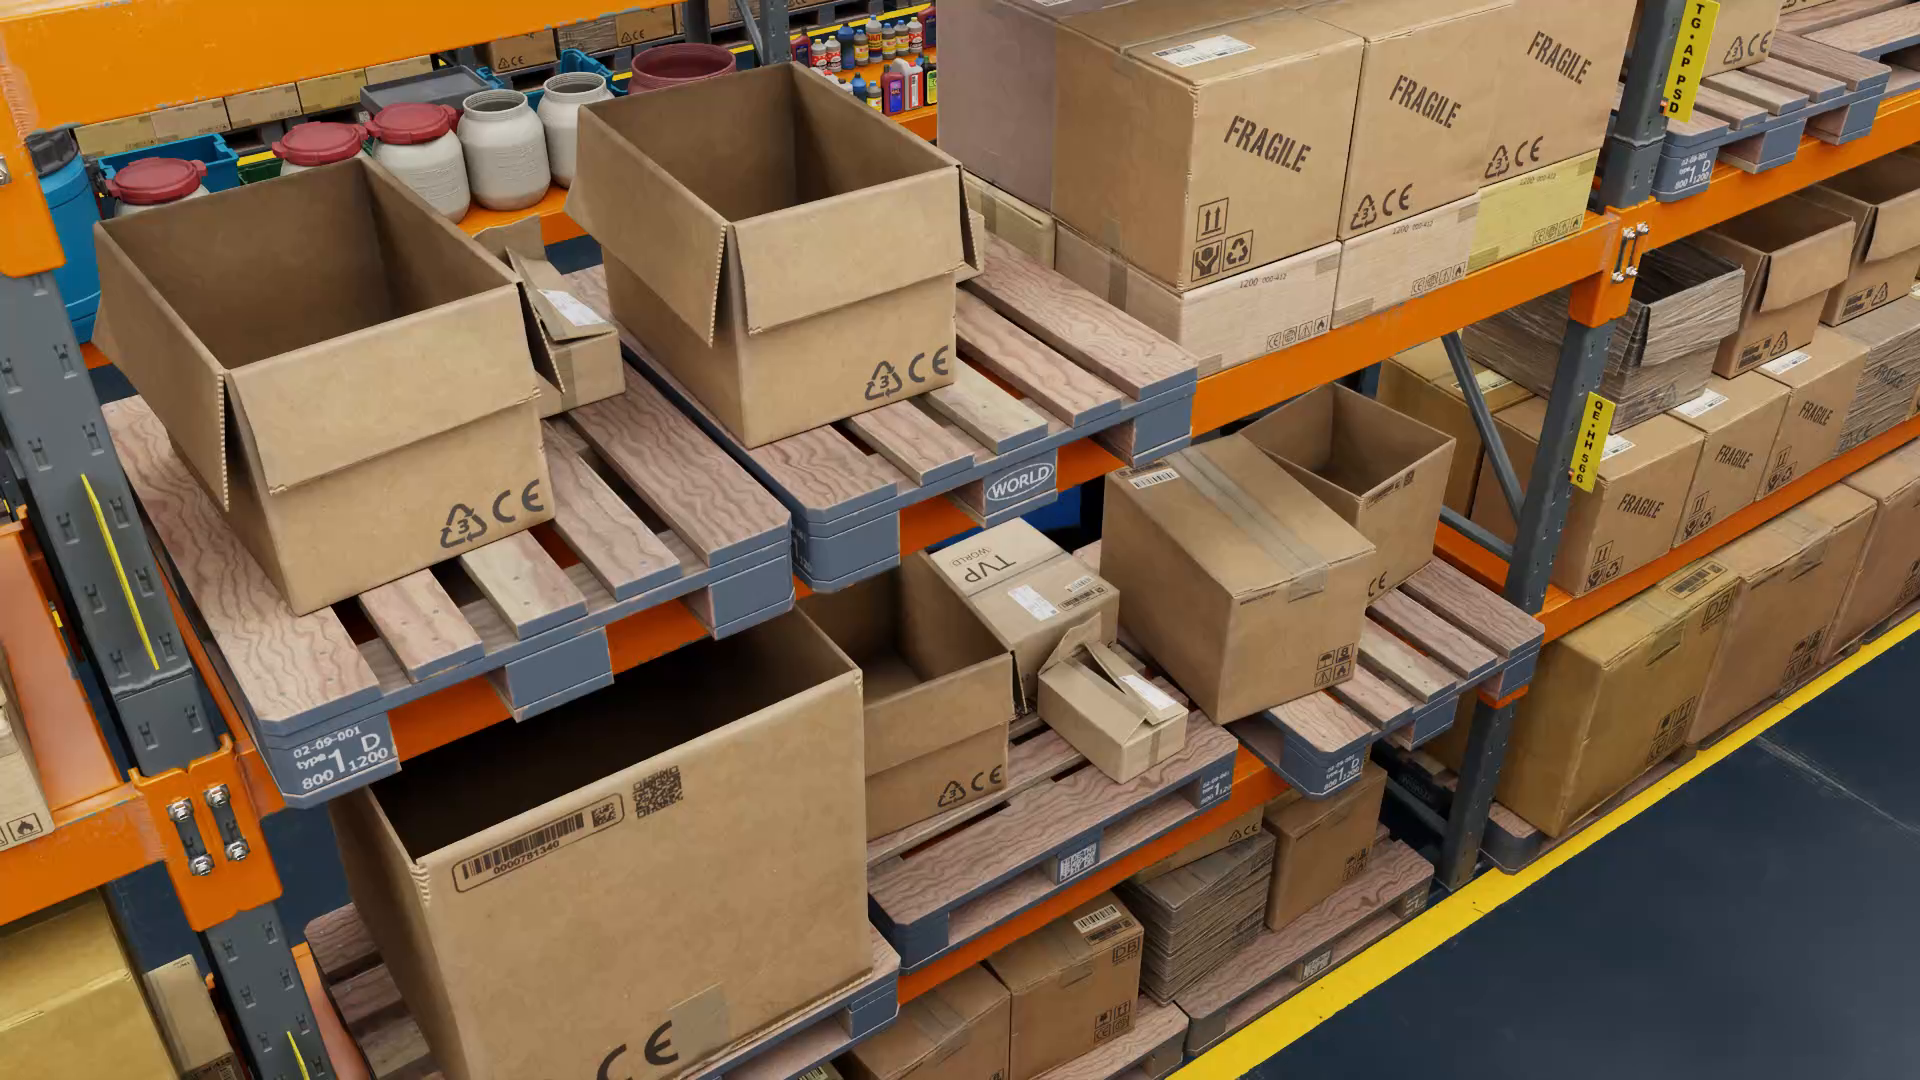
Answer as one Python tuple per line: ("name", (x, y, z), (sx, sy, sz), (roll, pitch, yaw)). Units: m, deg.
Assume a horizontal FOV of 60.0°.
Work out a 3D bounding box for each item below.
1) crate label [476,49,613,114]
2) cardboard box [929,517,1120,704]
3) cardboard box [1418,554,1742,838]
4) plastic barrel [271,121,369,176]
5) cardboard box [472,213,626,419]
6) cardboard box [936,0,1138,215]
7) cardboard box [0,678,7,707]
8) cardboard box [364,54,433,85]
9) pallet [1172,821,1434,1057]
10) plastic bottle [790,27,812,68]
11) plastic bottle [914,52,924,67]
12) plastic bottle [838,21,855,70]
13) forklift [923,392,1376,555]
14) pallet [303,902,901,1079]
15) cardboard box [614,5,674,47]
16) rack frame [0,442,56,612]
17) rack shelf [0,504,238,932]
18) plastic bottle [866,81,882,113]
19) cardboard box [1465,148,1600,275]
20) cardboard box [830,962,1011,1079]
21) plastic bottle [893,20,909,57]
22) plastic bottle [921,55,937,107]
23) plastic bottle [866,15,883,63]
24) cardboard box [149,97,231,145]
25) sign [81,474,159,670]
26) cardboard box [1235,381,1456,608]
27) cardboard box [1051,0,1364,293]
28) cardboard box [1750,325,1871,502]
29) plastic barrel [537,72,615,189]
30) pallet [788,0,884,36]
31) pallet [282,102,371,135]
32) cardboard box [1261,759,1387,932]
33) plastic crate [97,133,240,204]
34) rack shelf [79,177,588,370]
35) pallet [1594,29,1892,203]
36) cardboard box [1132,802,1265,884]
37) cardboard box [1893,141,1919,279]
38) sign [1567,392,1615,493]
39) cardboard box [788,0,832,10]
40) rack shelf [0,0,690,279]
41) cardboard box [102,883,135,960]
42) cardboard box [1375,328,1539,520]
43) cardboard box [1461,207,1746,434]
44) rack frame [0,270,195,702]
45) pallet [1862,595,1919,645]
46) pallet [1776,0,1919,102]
("crate label", (-2.180, -2.294, 8.841), (0.616, 0.435, 0.502), (-22, 41, -28))
("cardboard box", (0.138, 0.223, 5.139), (0.500, 0.250, 0.500), (-24, 42, -29))
("cardboard box", (2.217, 0.349, 6.656), (0.875, 0.875, 1.225), (-24, 42, -30))
("plastic barrel", (-2.974, -1.659, 7.871), (0.433, 0.535, 0.433), (0, 36, 0))
("cardboard box", (-0.918, -0.473, 3.525), (0.258, 0.266, 0.396), (-21, 41, -26))
("cardboard box", (0.285, -1.206, 4.275), (0.500, 0.500, 0.500), (-24, 42, -29))
("cardboard box", (-1.728, 0.153, 2.686), (0.250, 0.149, 0.380), (-21, 41, -27))
("cardboard box", (-4.352, -3.611, 12.697), (0.500, 0.250, 0.500), (-21, 41, -27))
("pallet", (1.001, 1.273, 6.299), (1.213, 0.211, 1.003), (-22, 41, -28))
("plastic bottle", (-0.939, -2.855, 9.750), (0.133, 0.283, 0.061), (-22, 41, -28))
("plastic bottle", (-0.219, -2.635, 9.454), (0.097, 0.271, 0.097), (0, 36, 0))
("plastic bottle", (-0.675, -2.946, 9.887), (0.097, 0.271, 0.097), (0, 36, 0))
("forklift", (0.860, -1.373, 7.649), (3.031, 2.935, 1.130), (-9, 37, -13))
("pallet", (-0.920, 1.115, 4.296), (1.213, 0.211, 1.003), (-22, 41, -28))
("cardboard box", (-2.689, -4.376, 13.529), (0.500, 0.500, 0.500), (-23, 42, -28))
("rack frame", (-4.482, -1.140, 7.265), (0.127, 3.000, 1.000), (-22, 41, -28))
("rack shelf", (-3.264, 0.971, 2.378), (4.000, 0.370, 1.077), (-22, 41, -28))
("plastic bottle", (-0.482, -2.454, 9.264), (0.097, 0.201, 0.097), (0, 36, 0))
("cardboard box", (1.393, -1.001, 4.632), (0.500, 0.250, 0.500), (-22, 41, -28))
("cardboard box", (-0.257, 1.524, 5.325), (0.500, 0.500, 0.700), (-26, 43, -32))
("plastic bottle", (-0.357, -3.048, 10.089), (0.097, 0.201, 0.097), (0, 36, 0))
("plastic bottle", (-0.159, -2.608, 9.407), (0.133, 0.283, 0.061), (-22, 41, -28))
("plastic bottle", (-0.516, -3.011, 9.978), (0.097, 0.271, 0.097), (0, 36, 0))
("cardboard box", (-5.603, -3.094, 11.978), (0.500, 0.250, 0.500), (-22, 41, -27))
("sign", (-1.310, 0.053, 2.595), (0.005, 0.325, 0.100), (-22, 41, -28))
("cardboard box", (1.222, -0.131, 5.418), (0.500, 0.500, 0.500), (-28, 44, -33))
("cardboard box", (0.568, -0.966, 3.941), (0.500, 0.500, 0.500), (-22, 41, -27))
("cardboard box", (3.032, -0.544, 6.352), (0.500, 0.500, 0.500), (-23, 42, -29))
("plastic barrel", (-1.930, -2.082, 8.481), (0.421, 0.512, 0.421), (0, 36, 0))
("pallet", (-1.436, -4.772, 14.704), (1.213, 0.211, 1.003), (-22, 41, -28))
("pallet", (-4.758, -3.460, 12.880), (1.213, 0.211, 1.003), (-22, 41, -28))
("cardboard box", (1.105, 0.950, 6.124), (0.500, 0.500, 0.700), (-25, 42, -30))
("plastic crate", (-3.760, -1.653, 7.992), (0.575, 0.384, 0.392), (-22, 41, -28))
("rack shelf", (-2.847, -1.520, 8.411), (4.000, 0.370, 1.077), (-22, 41, -28))
("pallet", (2.137, -1.504, 5.365), (1.003, 0.211, 1.213), (-20, 40, -26))
("cardboard box", (0.683, 0.834, 5.644), (0.500, 0.250, 0.500), (-18, 39, -23))
("cardboard box", (3.825, -1.470, 6.780), (0.637, 0.503, 0.797), (-22, 41, -27))
("sign", (1.961, -0.303, 5.179), (0.005, 0.325, 0.100), (-22, 41, -28))
("cardboard box", (-1.440, -4.894, 14.250), (0.500, 0.500, 0.500), (-22, 41, -28))
("rack shelf", (0.006, -1.429, 3.489), (4.000, 0.370, 1.077), (-22, 41, -28))
("cardboard box", (-2.143, 0.687, 3.529), (0.500, 0.500, 0.500), (-22, 41, -28))
("cardboard box", (1.901, -0.446, 6.215), (0.500, 0.500, 0.500), (-21, 41, -27))
("cardboard box", (2.248, -0.807, 5.858), (0.637, 0.503, 0.797), (-21, 41, -26))
("rack frame", (-1.629, -1.211, 2.227), (0.127, 3.000, 1.000), (-22, 41, -28))
("pallet", (4.323, -0.039, 8.123), (1.213, 0.211, 1.003), (-22, 41, -28))
("pallet", (3.049, -1.882, 5.890), (1.213, 0.211, 1.003), (-20, 40, -26))
